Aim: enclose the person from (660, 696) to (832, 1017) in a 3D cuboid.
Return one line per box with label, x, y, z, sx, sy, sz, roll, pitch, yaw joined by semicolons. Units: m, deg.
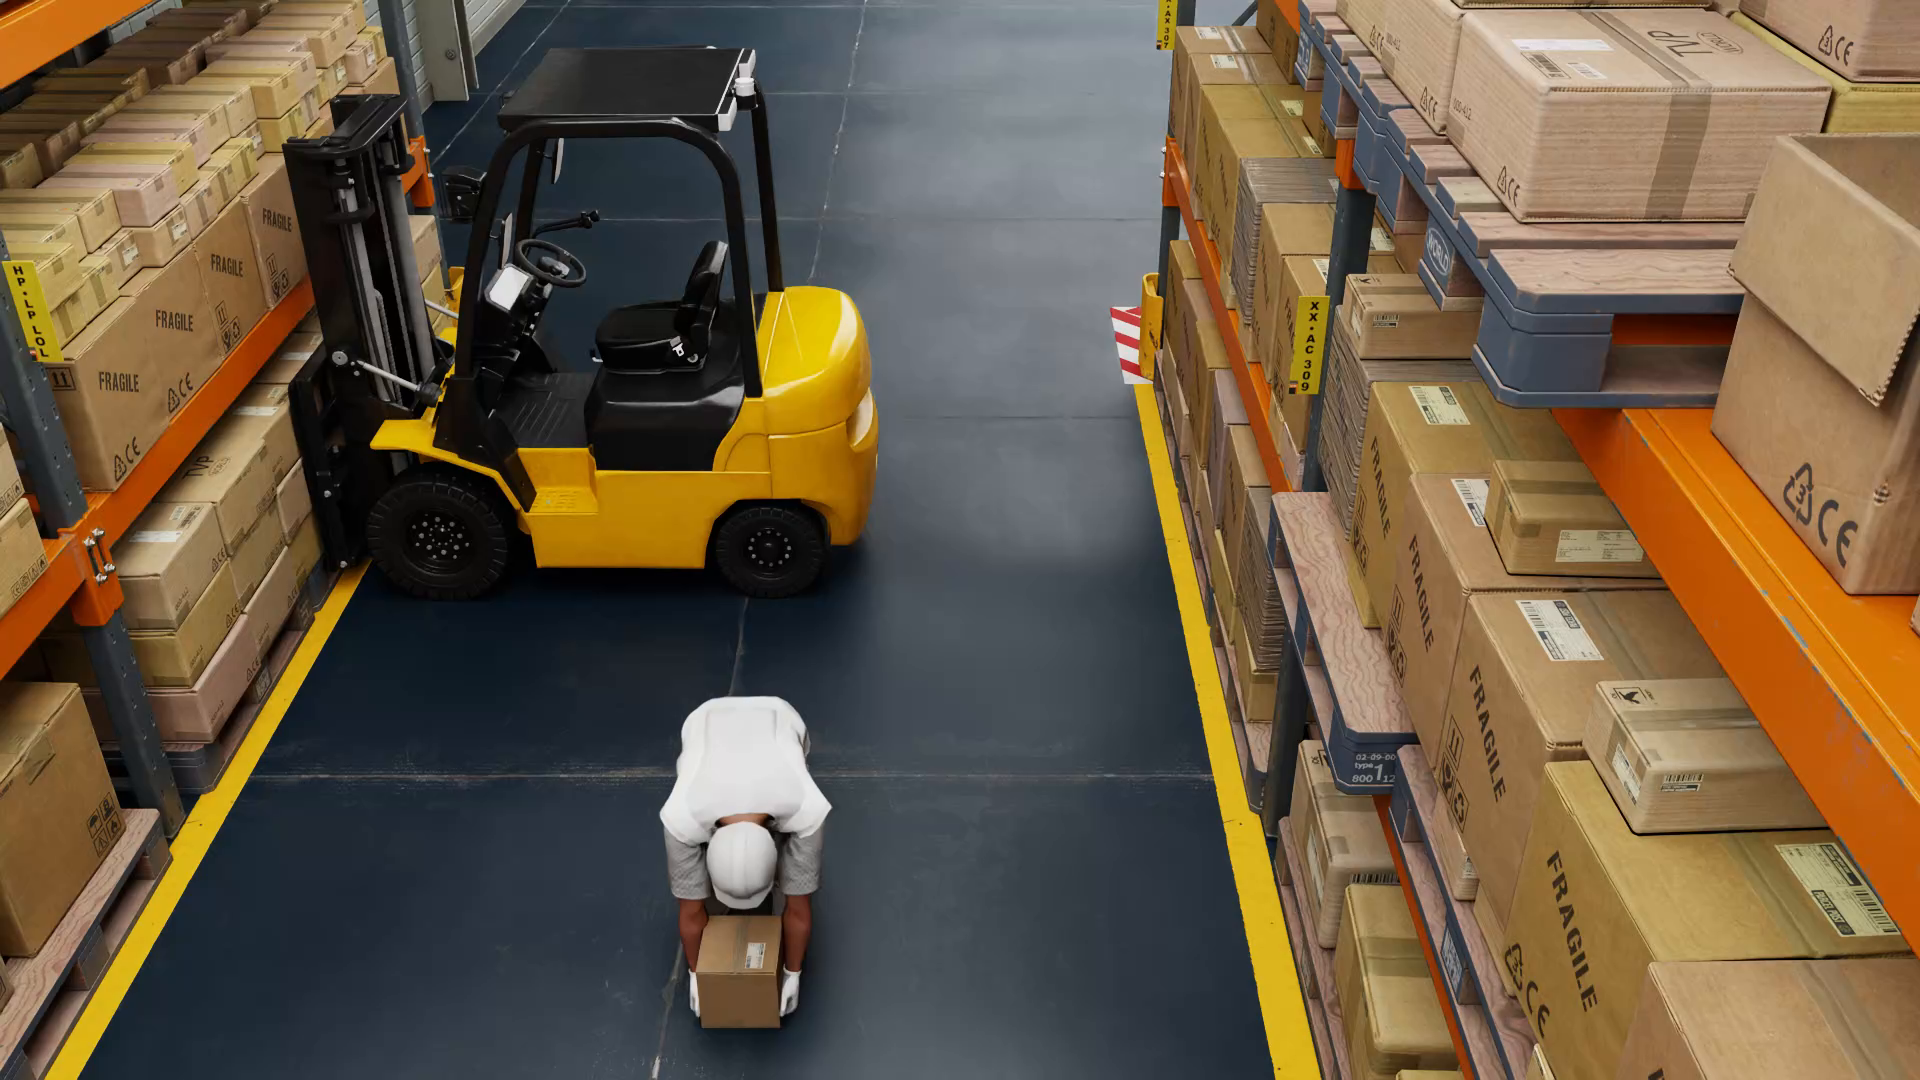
person;-0.684;0.999;5.452;0.553;0.807;0.981;-1;31;-1
